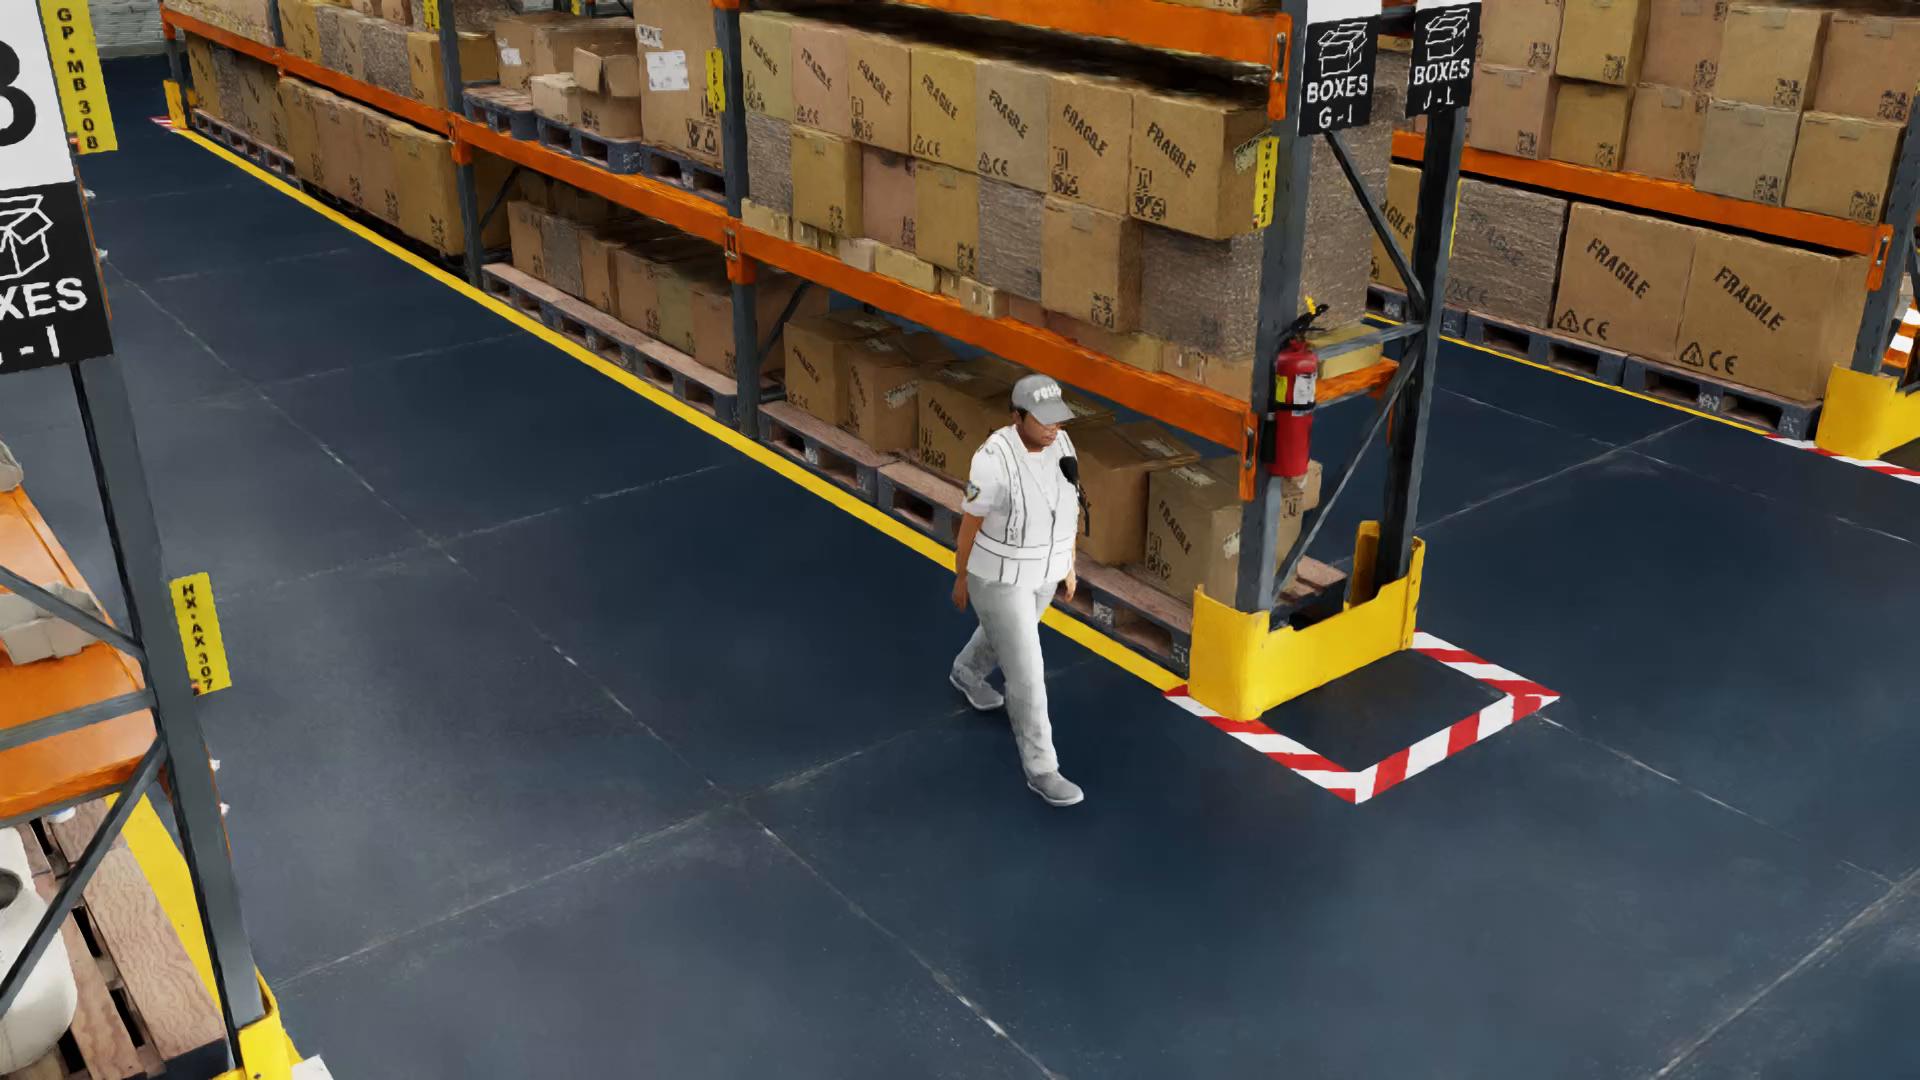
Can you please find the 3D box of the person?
[{"bbox_3d":[0.248,0.108,6.395,0.484,1.605,1.042,-19,31,-35],"label":"person"}]
